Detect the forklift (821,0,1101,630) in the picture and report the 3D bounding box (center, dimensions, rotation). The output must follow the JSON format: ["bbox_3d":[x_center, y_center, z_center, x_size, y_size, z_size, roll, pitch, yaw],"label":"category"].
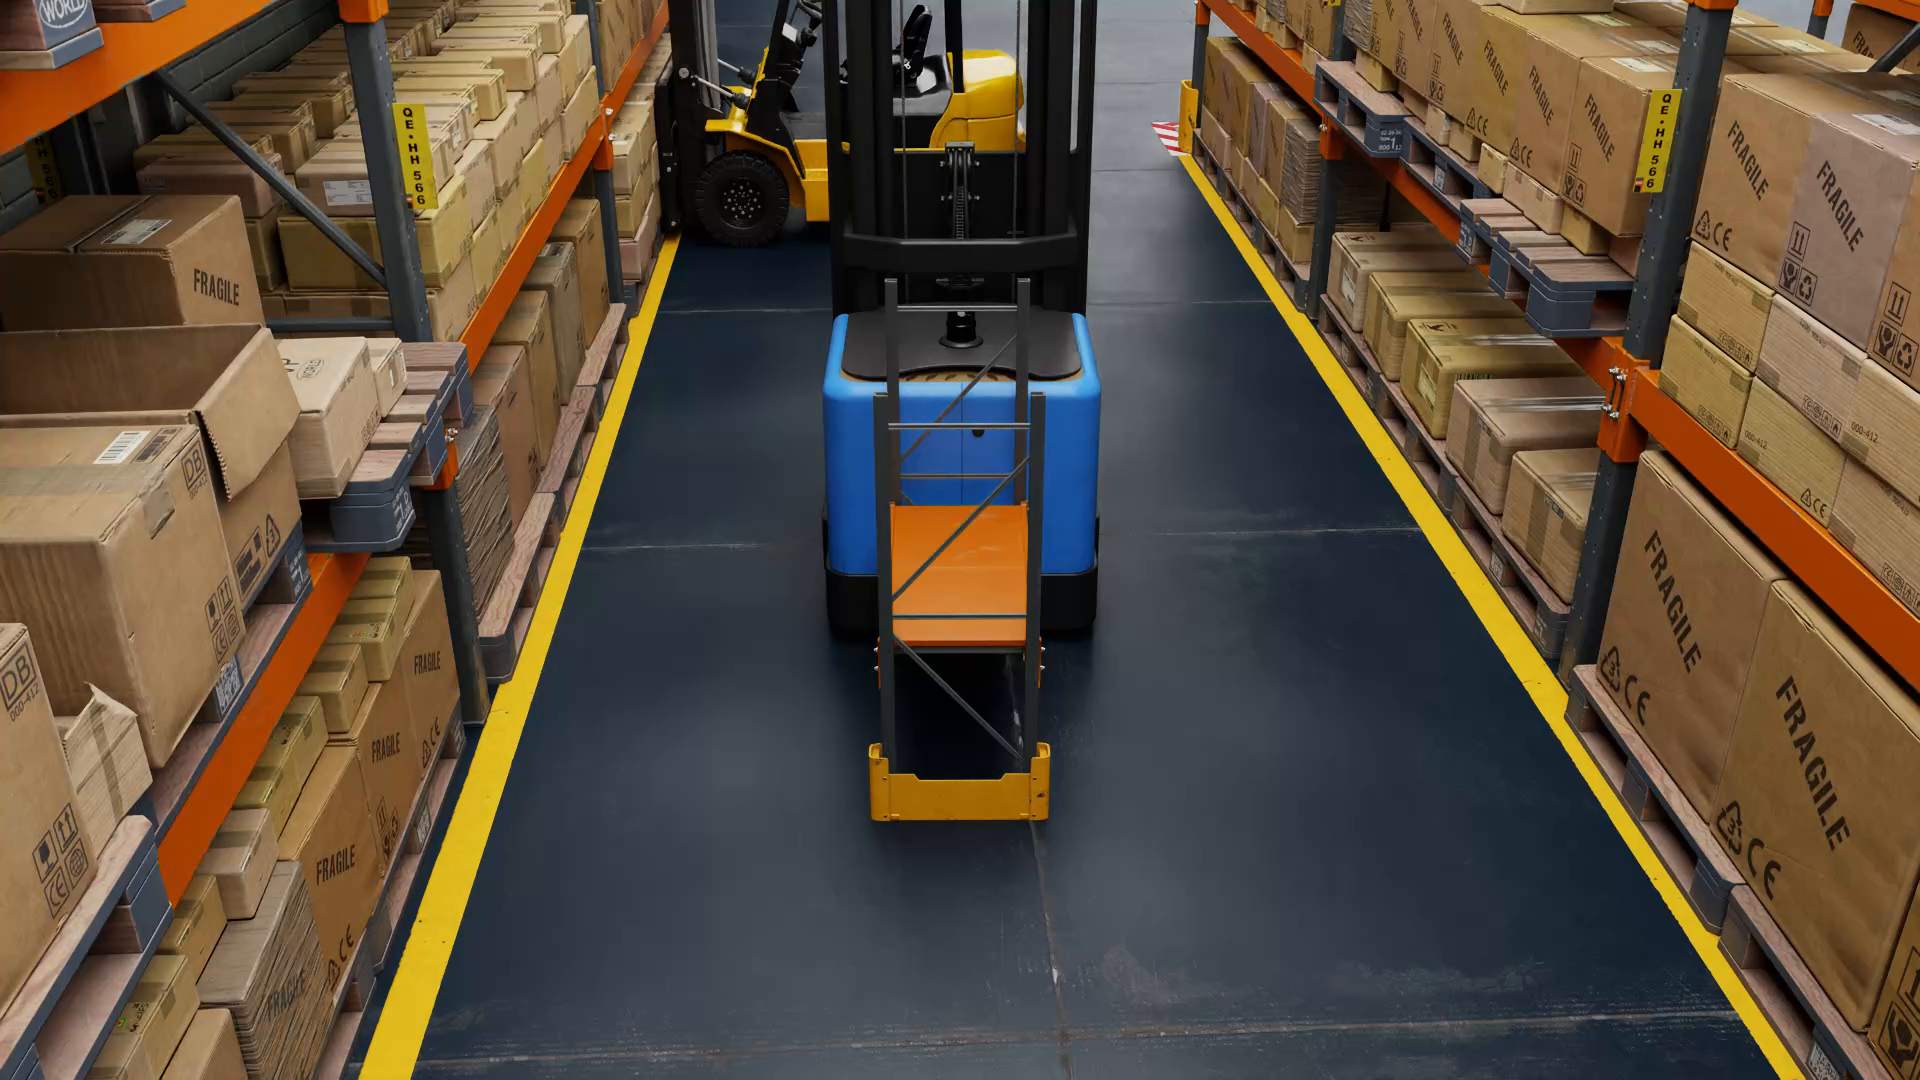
[{"bbox_3d":[-0.005,-1.589,7.126,1.130,2.935,3.031,0,28,0],"label":"forklift"}]

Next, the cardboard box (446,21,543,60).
[{"bbox_3d":[-2.089,-2.229,7.471,0.380,0.149,0.250,-2,28,-4],"label":"cardboard box"}]

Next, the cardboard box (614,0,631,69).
[{"bbox_3d":[-2.224,-3.019,9.687,0.500,0.500,0.500,-1,28,-2],"label":"cardboard box"}]

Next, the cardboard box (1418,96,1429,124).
[{"bbox_3d":[2.330,-1.978,7.617,0.380,0.149,0.250,-1,28,-2],"label":"cardboard box"}]

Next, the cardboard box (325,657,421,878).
[{"bbox_3d":[-1.957,0.667,4.976,0.500,0.500,0.500,-2,28,-3],"label":"cardboard box"}]

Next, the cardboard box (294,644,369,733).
[{"bbox_3d":[-1.916,0.428,4.733,0.380,0.149,0.250,-2,28,-4],"label":"cardboard box"}]

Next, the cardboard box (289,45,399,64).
[{"bbox_3d":[-2.581,-1.983,6.998,0.380,0.149,0.250,-1,28,-2],"label":"cardboard box"}]

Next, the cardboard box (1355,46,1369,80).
[{"bbox_3d":[2.252,-2.457,8.535,0.380,0.149,0.250,-1,28,-2],"label":"cardboard box"}]

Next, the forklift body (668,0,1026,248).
[{"bbox_3d":[-0.706,-3.163,10.988,2.313,2.155,1.214,-1,28,-3],"label":"forklift body"}]

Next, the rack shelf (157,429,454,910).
[{"bbox_3d":[-2.105,0.566,3.698,1.077,0.370,4.000,-1,28,-3],"label":"rack shelf"}]

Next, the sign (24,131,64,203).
[{"bbox_3d":[-2.763,-1.175,5.006,0.100,0.325,0.005,-1,28,-3],"label":"sign"}]

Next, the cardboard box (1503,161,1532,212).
[{"bbox_3d":[2.346,-1.372,6.454,0.380,0.149,0.250,-3,28,-5],"label":"cardboard box"}]

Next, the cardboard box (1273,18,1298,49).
[{"bbox_3d":[2.161,-3.144,10.306,0.380,0.149,0.250,-2,28,-3],"label":"cardboard box"}]

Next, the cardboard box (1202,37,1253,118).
[{"bbox_3d":[2.098,-3.402,12.237,0.500,0.500,0.500,-2,28,-4],"label":"cardboard box"}]

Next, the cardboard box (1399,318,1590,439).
[{"bbox_3d":[2.647,-0.771,7.872,0.950,0.372,0.625,0,28,-1],"label":"cardboard box"}]

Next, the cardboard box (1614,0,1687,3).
[{"bbox_3d":[2.868,-2.090,7.130,0.500,0.500,0.500,-2,28,-5],"label":"cardboard box"}]

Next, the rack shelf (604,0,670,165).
[{"bbox_3d":[-2.523,-3.128,10.782,1.077,0.370,4.000,-1,28,-3],"label":"rack shelf"}]

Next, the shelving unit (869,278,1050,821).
[{"bbox_3d":[-0.005,0.010,5.609,0.587,1.500,1.083,0,28,0],"label":"shelving unit"}]

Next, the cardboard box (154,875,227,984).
[{"bbox_3d":[-1.927,0.908,3.813,0.380,0.149,0.250,-1,28,-2],"label":"cardboard box"}]

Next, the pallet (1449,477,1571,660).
[{"bbox_3d":[2.708,0.078,6.873,1.003,0.211,1.213,-1,28,-3],"label":"pallet"}]

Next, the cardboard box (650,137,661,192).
[{"bbox_3d":[-2.178,-2.408,10.602,0.500,0.250,0.500,-2,28,-3],"label":"cardboard box"}]

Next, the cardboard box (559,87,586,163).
[{"bbox_3d":[-2.099,-1.998,8.000,0.500,0.250,0.500,-2,28,-3],"label":"cardboard box"}]

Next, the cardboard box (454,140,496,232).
[{"bbox_3d":[-2.013,-1.273,6.069,0.500,0.250,0.500,-1,28,-1],"label":"cardboard box"}]

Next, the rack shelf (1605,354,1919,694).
[{"bbox_3d":[2.852,0.445,3.931,1.077,0.370,4.000,-1,28,-3],"label":"rack shelf"}]

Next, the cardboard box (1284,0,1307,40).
[{"bbox_3d":[2.233,-3.258,9.823,0.500,0.500,0.500,0,28,-1],"label":"cardboard box"}]

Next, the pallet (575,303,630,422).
[{"bbox_3d":[-2.341,-0.948,8.839,1.003,0.211,1.213,-1,28,-3],"label":"pallet"}]

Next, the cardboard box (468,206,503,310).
[{"bbox_3d":[-2.010,-1.053,6.187,0.500,0.250,0.500,-2,28,-4],"label":"cardboard box"}]

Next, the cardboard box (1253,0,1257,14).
[{"bbox_3d":[2.189,-3.621,11.220,0.380,0.149,0.250,0,28,-1],"label":"cardboard box"}]

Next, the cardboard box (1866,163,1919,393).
[{"bbox_3d":[2.576,-0.584,3.936,0.500,0.500,0.500,-1,28,-1],"label":"cardboard box"}]

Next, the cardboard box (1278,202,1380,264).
[{"bbox_3d":[2.239,-1.879,10.127,0.500,0.250,0.500,0,28,0],"label":"cardboard box"}]

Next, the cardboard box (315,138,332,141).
[{"bbox_3d":[-2.562,-1.500,6.503,0.500,0.250,0.500,-2,28,-3],"label":"cardboard box"}]

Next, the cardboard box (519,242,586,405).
[{"bbox_3d":[-2.347,-1.057,8.148,0.875,0.625,0.625,-2,28,-3],"label":"cardboard box"}]

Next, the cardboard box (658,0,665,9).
[{"bbox_3d":[-2.321,-3.954,11.480,0.500,0.500,0.500,-1,28,-1],"label":"cardboard box"}]

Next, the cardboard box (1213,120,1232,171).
[{"bbox_3d":[2.115,-2.844,11.979,0.500,0.250,0.500,0,28,-1],"label":"cardboard box"}]

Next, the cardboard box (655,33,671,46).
[{"bbox_3d":[-2.291,-3.576,12.300,0.500,0.250,0.500,0,28,-1],"label":"cardboard box"}]

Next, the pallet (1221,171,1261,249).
[{"bbox_3d":[2.402,-2.283,11.398,1.003,0.211,1.213,-1,28,-3],"label":"pallet"}]

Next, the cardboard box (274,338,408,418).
[{"bbox_3d":[-1.792,-0.457,4.700,0.380,0.149,0.250,-1,28,-2],"label":"cardboard box"}]

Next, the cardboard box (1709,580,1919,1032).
[{"bbox_3d":[2.743,0.691,4.525,0.875,0.875,0.875,-1,28,-2],"label":"cardboard box"}]

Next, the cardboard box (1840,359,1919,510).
[{"bbox_3d":[2.567,-0.244,4.095,0.500,0.250,0.500,-1,28,-3],"label":"cardboard box"}]

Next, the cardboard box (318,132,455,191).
[{"bbox_3d":[-1.947,-1.286,5.662,0.380,0.149,0.250,-1,28,-2],"label":"cardboard box"}]

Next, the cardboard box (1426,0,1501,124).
[{"bbox_3d":[2.353,-2.087,7.124,0.500,0.500,0.500,-2,28,-5],"label":"cardboard box"}]

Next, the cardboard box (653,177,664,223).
[{"bbox_3d":[-2.197,-2.193,10.730,0.500,0.250,0.500,-1,28,-2],"label":"cardboard box"}]

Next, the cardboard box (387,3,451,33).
[{"bbox_3d":[-2.640,-2.447,7.889,0.380,0.149,0.250,-1,28,-3],"label":"cardboard box"}]

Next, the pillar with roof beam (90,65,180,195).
[{"bbox_3d":[1.122,-4.020,5.227,9.100,9.000,0.400,-1,28,-3],"label":"pillar with roof beam"}]

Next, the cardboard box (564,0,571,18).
[{"bbox_3d":[-2.178,-2.703,8.379,0.380,0.149,0.250,0,28,-1],"label":"cardboard box"}]

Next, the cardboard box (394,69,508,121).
[{"bbox_3d":[-2.010,-1.758,6.568,0.380,0.149,0.250,-1,28,-2],"label":"cardboard box"}]

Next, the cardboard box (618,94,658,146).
[{"bbox_3d":[-2.184,-2.631,10.488,0.500,0.250,0.500,0,28,-1],"label":"cardboard box"}]

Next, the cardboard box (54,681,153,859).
[{"bbox_3d":[-1.690,0.394,2.943,0.396,0.266,0.258,0,28,0],"label":"cardboard box"}]

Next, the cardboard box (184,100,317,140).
[{"bbox_3d":[-2.589,-1.504,6.081,0.380,0.149,0.250,-2,28,-4],"label":"cardboard box"}]

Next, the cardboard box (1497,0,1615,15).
[{"bbox_3d":[2.380,-2.196,6.632,0.380,0.149,0.250,-3,28,-5],"label":"cardboard box"}]

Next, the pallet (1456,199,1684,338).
[{"bbox_3d":[2.604,-1.039,6.206,1.213,0.211,1.003,-1,28,-3],"label":"pallet"}]

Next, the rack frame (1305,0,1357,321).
[{"bbox_3d":[2.539,-2.645,9.078,1.000,3.000,0.127,-1,28,-3],"label":"rack frame"}]

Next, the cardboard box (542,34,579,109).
[{"bbox_3d":[-2.103,-2.221,7.885,0.500,0.250,0.500,-2,28,-4],"label":"cardboard box"}]

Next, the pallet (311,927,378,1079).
[{"bbox_3d":[-2.147,1.468,4.207,1.003,0.211,1.213,-1,28,-3],"label":"pallet"}]

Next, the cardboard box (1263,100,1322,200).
[{"bbox_3d":[2.211,-2.446,10.405,0.500,0.500,0.500,-1,28,-2],"label":"cardboard box"}]

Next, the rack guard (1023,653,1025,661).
[{"bbox_3d":[-0.009,0.334,6.340,0.587,0.250,0.087,0,28,0],"label":"rack guard"}]

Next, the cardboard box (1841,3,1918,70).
[{"bbox_3d":[7.369,-3.591,12.735,0.875,0.875,0.875,-1,28,-2],"label":"cardboard box"}]
